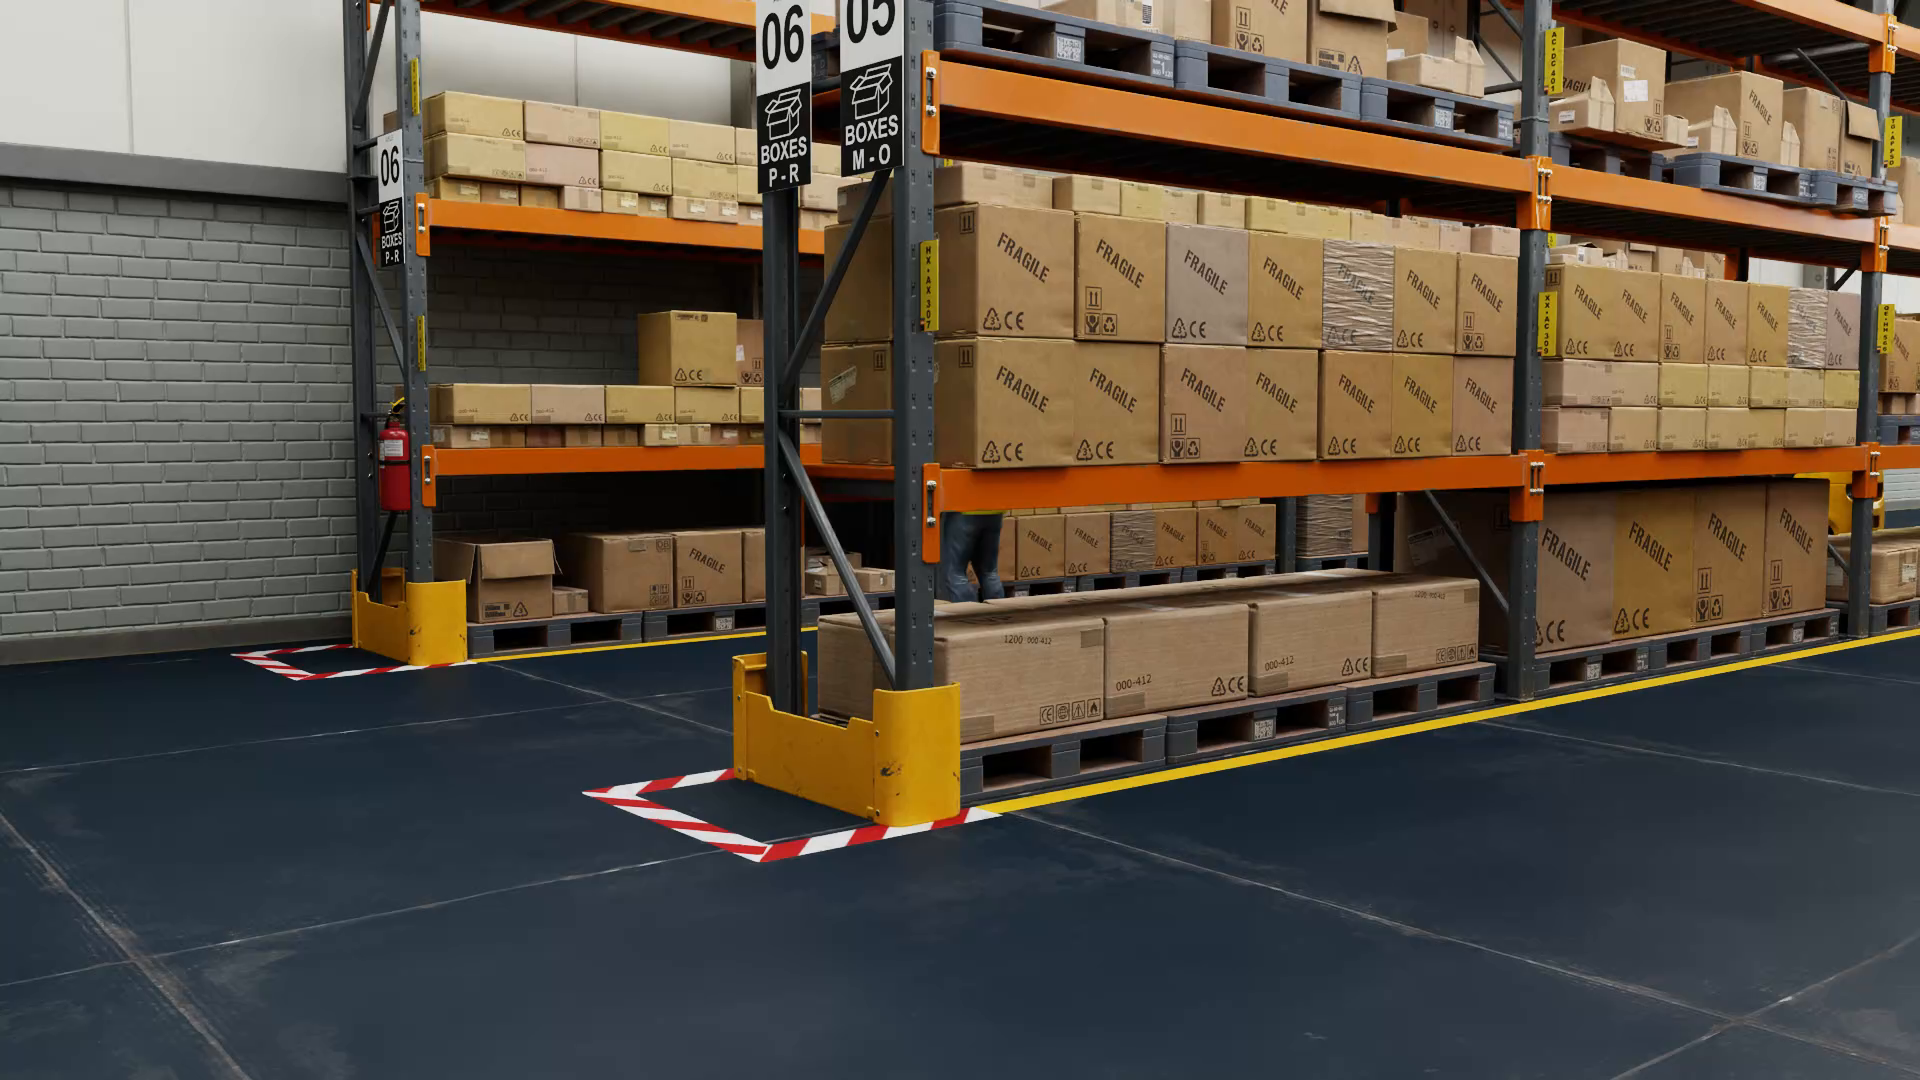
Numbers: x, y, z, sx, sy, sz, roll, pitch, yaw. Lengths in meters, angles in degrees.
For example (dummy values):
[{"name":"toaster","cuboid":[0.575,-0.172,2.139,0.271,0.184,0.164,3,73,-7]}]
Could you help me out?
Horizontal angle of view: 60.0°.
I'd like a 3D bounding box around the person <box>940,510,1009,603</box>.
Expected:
[{"name":"person","cuboid":[0.070,-0.172,10.805,0.578,1.744,0.396,-3,5,-37]}]
